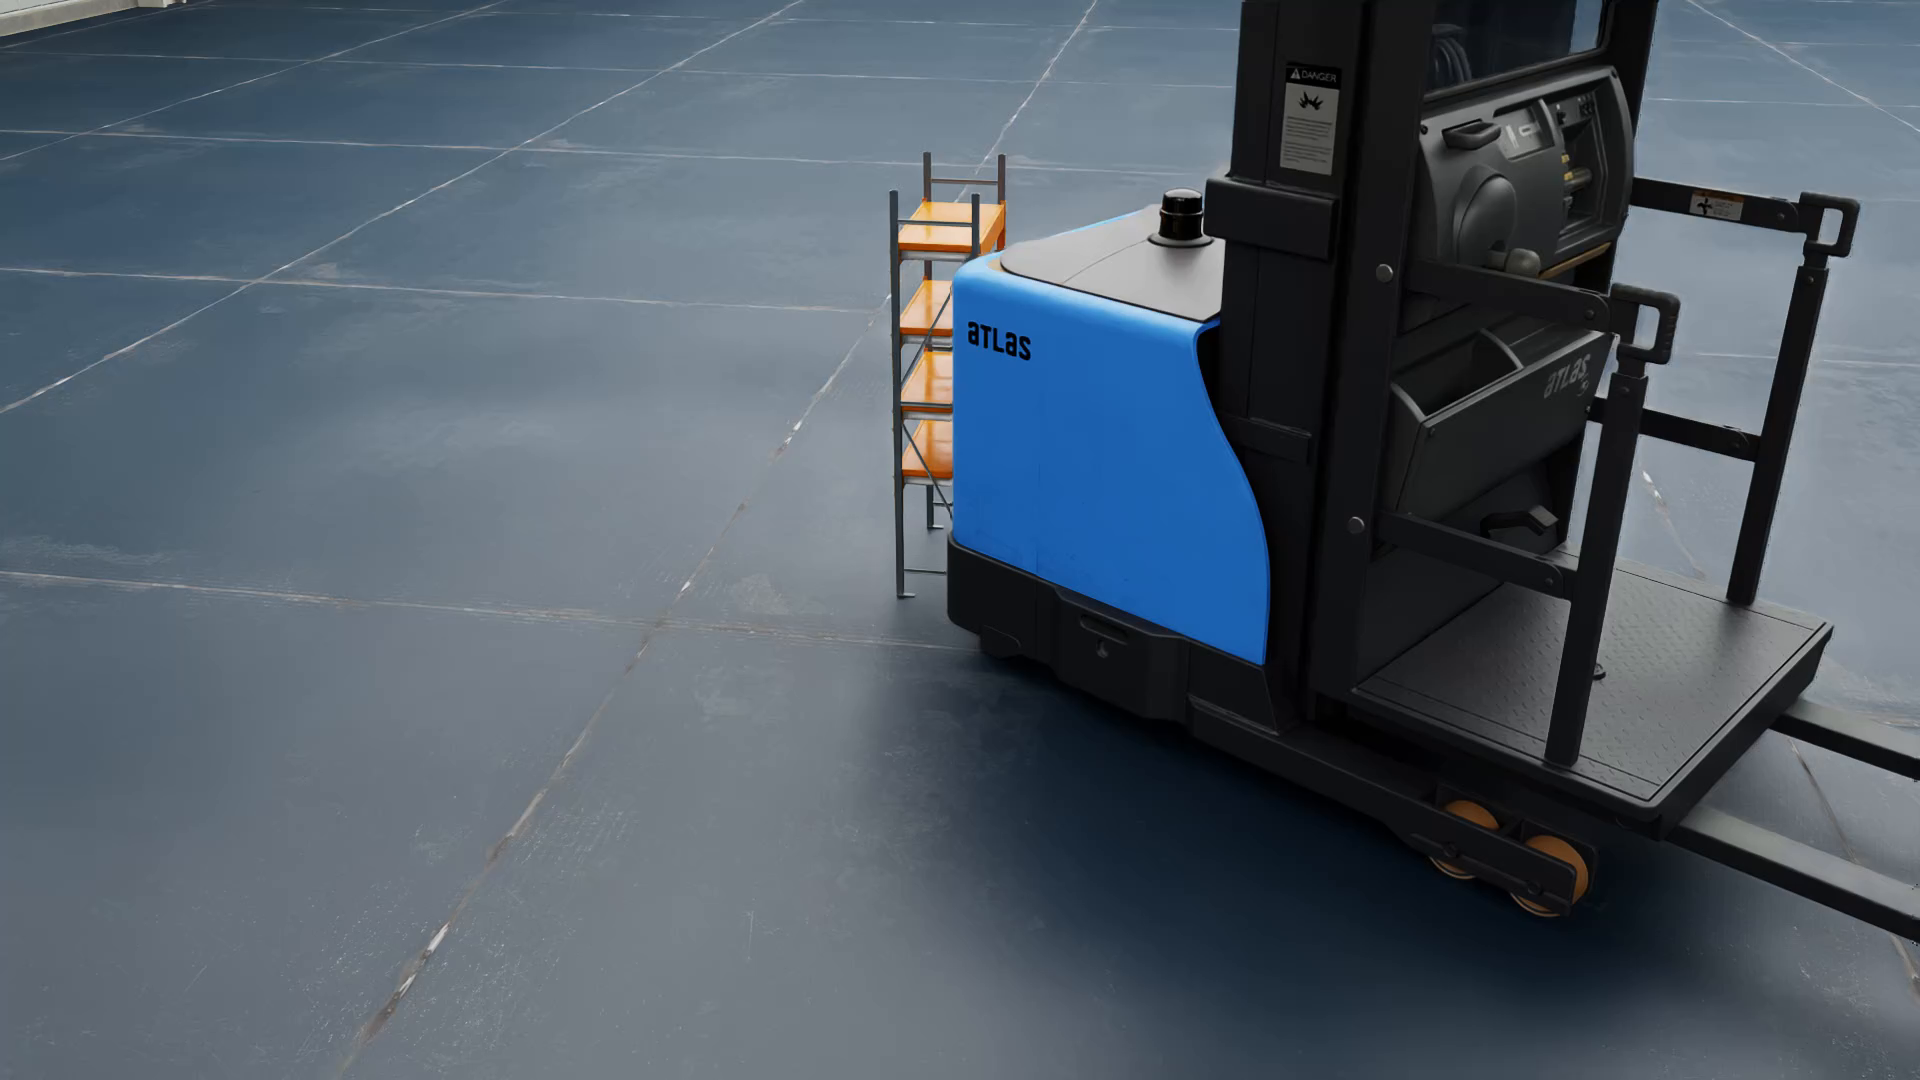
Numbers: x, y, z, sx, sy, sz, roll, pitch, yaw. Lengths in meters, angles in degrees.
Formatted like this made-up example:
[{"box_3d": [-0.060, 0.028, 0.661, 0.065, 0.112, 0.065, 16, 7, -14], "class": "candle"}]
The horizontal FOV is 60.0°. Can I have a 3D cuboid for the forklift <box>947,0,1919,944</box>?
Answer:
[{"box_3d": [1.384, -0.777, 3.454, 3.031, 2.935, 1.130, 22, 33, 38], "class": "forklift"}]

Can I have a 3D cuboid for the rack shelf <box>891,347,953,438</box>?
[{"box_3d": [-0.027, -0.413, 4.876, 0.258, 0.148, 0.480, 4, 25, 9], "class": "rack shelf"}]

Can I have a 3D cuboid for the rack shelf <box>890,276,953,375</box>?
[{"box_3d": [-0.027, -0.616, 4.781, 0.258, 0.148, 0.480, 4, 25, 9], "class": "rack shelf"}]

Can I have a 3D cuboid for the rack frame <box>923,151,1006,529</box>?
[{"box_3d": [0.013, -0.576, 5.066, 0.240, 1.200, 0.015, 4, 25, 9], "class": "rack frame"}]

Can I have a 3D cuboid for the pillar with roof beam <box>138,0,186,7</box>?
[{"box_3d": [-3.839, -9.200, 14.290, 9.100, 9.000, 0.400, 4, 25, 9], "class": "pillar with roof beam"}]

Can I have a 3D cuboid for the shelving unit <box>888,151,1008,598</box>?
[{"box_3d": [-0.027, -0.474, 4.848, 0.258, 1.200, 0.503, 4, 25, 9], "class": "shelving unit"}]

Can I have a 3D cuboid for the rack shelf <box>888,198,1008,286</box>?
[{"box_3d": [-0.027, -0.830, 4.681, 0.258, 0.148, 0.480, 4, 25, 9], "class": "rack shelf"}]

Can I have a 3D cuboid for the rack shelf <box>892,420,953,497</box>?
[{"box_3d": [-0.027, -0.233, 4.960, 0.258, 0.148, 0.480, 4, 25, 9], "class": "rack shelf"}]

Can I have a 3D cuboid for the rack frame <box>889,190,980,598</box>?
[{"box_3d": [-0.067, -0.372, 4.630, 0.240, 1.200, 0.015, 4, 25, 9], "class": "rack frame"}]
